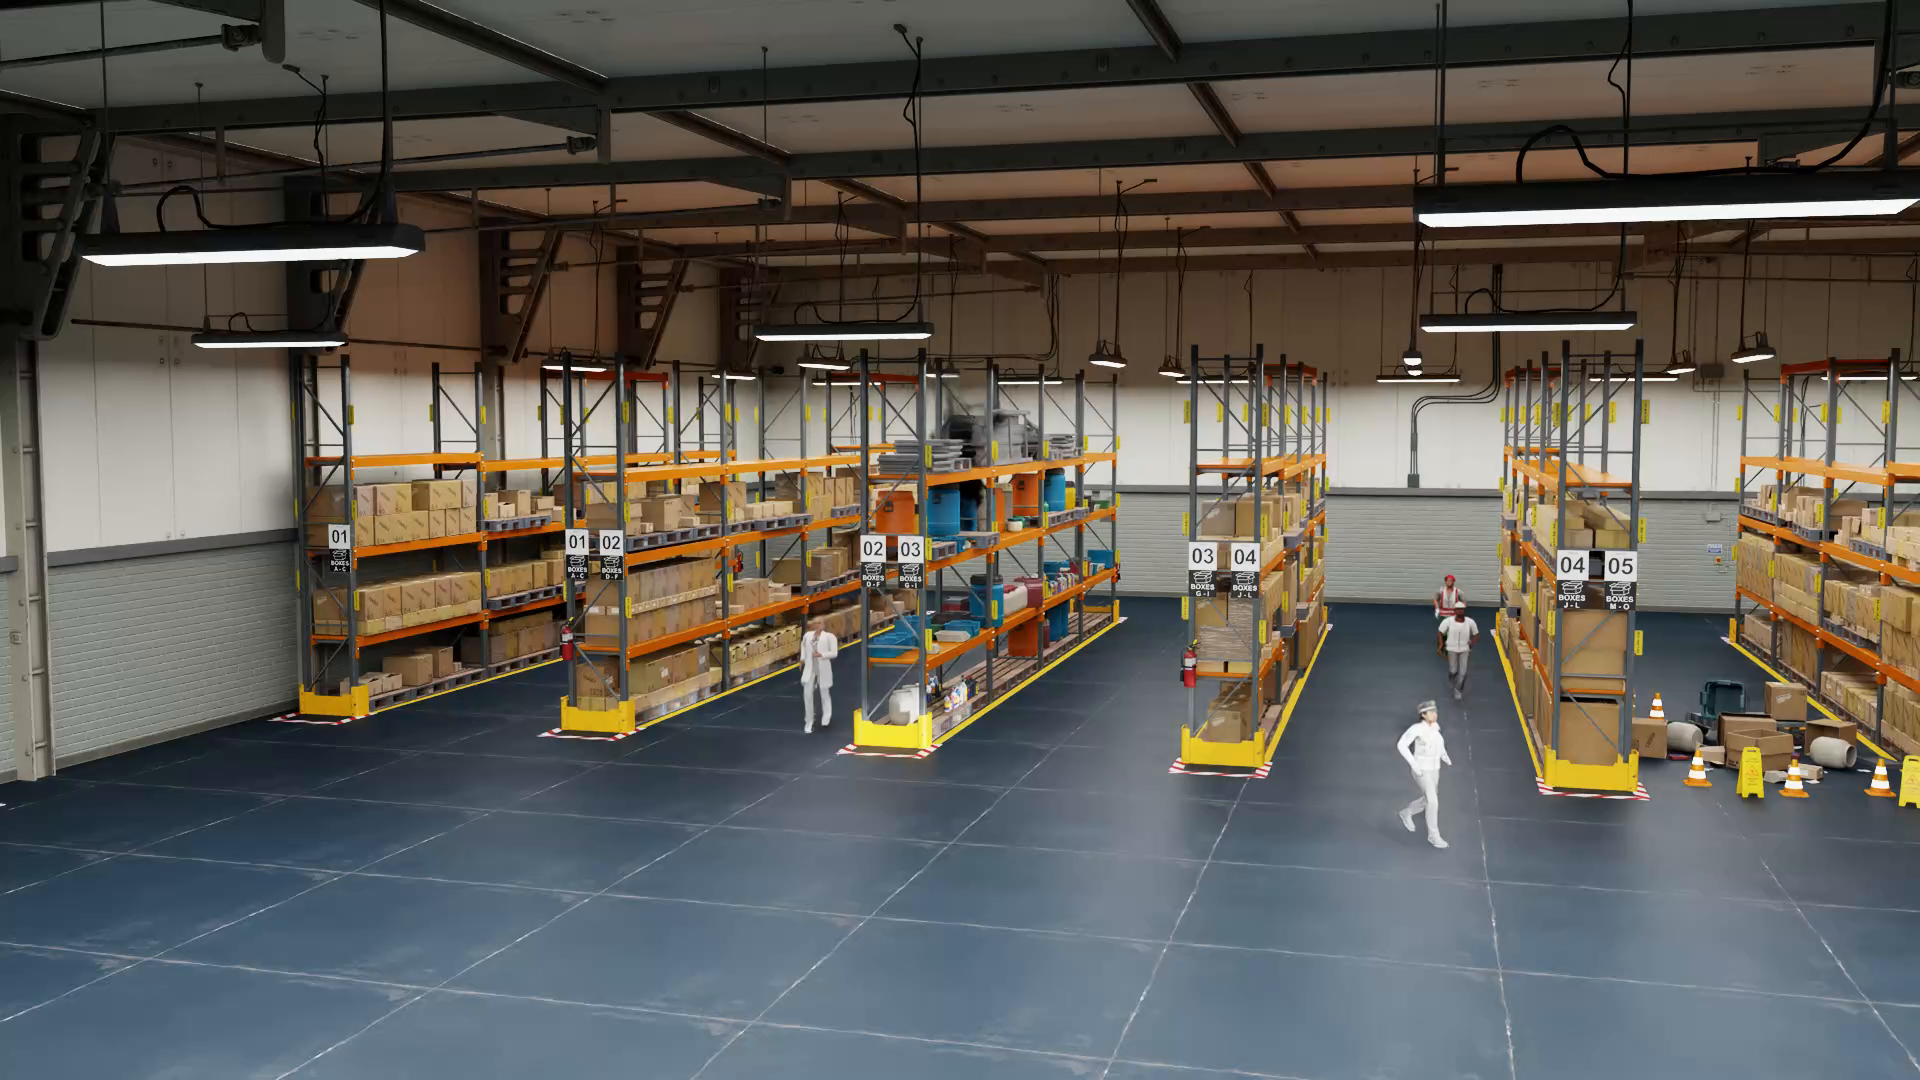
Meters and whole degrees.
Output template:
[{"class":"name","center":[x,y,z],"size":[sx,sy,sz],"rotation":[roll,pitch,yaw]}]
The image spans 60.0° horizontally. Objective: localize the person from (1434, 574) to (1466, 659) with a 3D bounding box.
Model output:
[{"class":"person","center":[10.015,1.579,33.995],"size":[0.636,1.749,0.603],"rotation":[1,4,16]}]

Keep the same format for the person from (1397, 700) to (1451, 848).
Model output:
[{"class":"person","center":[5.434,2.703,19.524],"size":[0.630,1.696,0.784],"rotation":[-3,5,-36]}]

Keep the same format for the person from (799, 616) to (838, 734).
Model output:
[{"class":"person","center":[-2.252,2.127,26.469],"size":[0.676,1.839,0.867],"rotation":[1,4,10]}]

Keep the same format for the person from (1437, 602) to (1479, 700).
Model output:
[{"class":"person","center":[8.802,1.950,29.357],"size":[0.711,1.724,0.583],"rotation":[1,4,12]}]
